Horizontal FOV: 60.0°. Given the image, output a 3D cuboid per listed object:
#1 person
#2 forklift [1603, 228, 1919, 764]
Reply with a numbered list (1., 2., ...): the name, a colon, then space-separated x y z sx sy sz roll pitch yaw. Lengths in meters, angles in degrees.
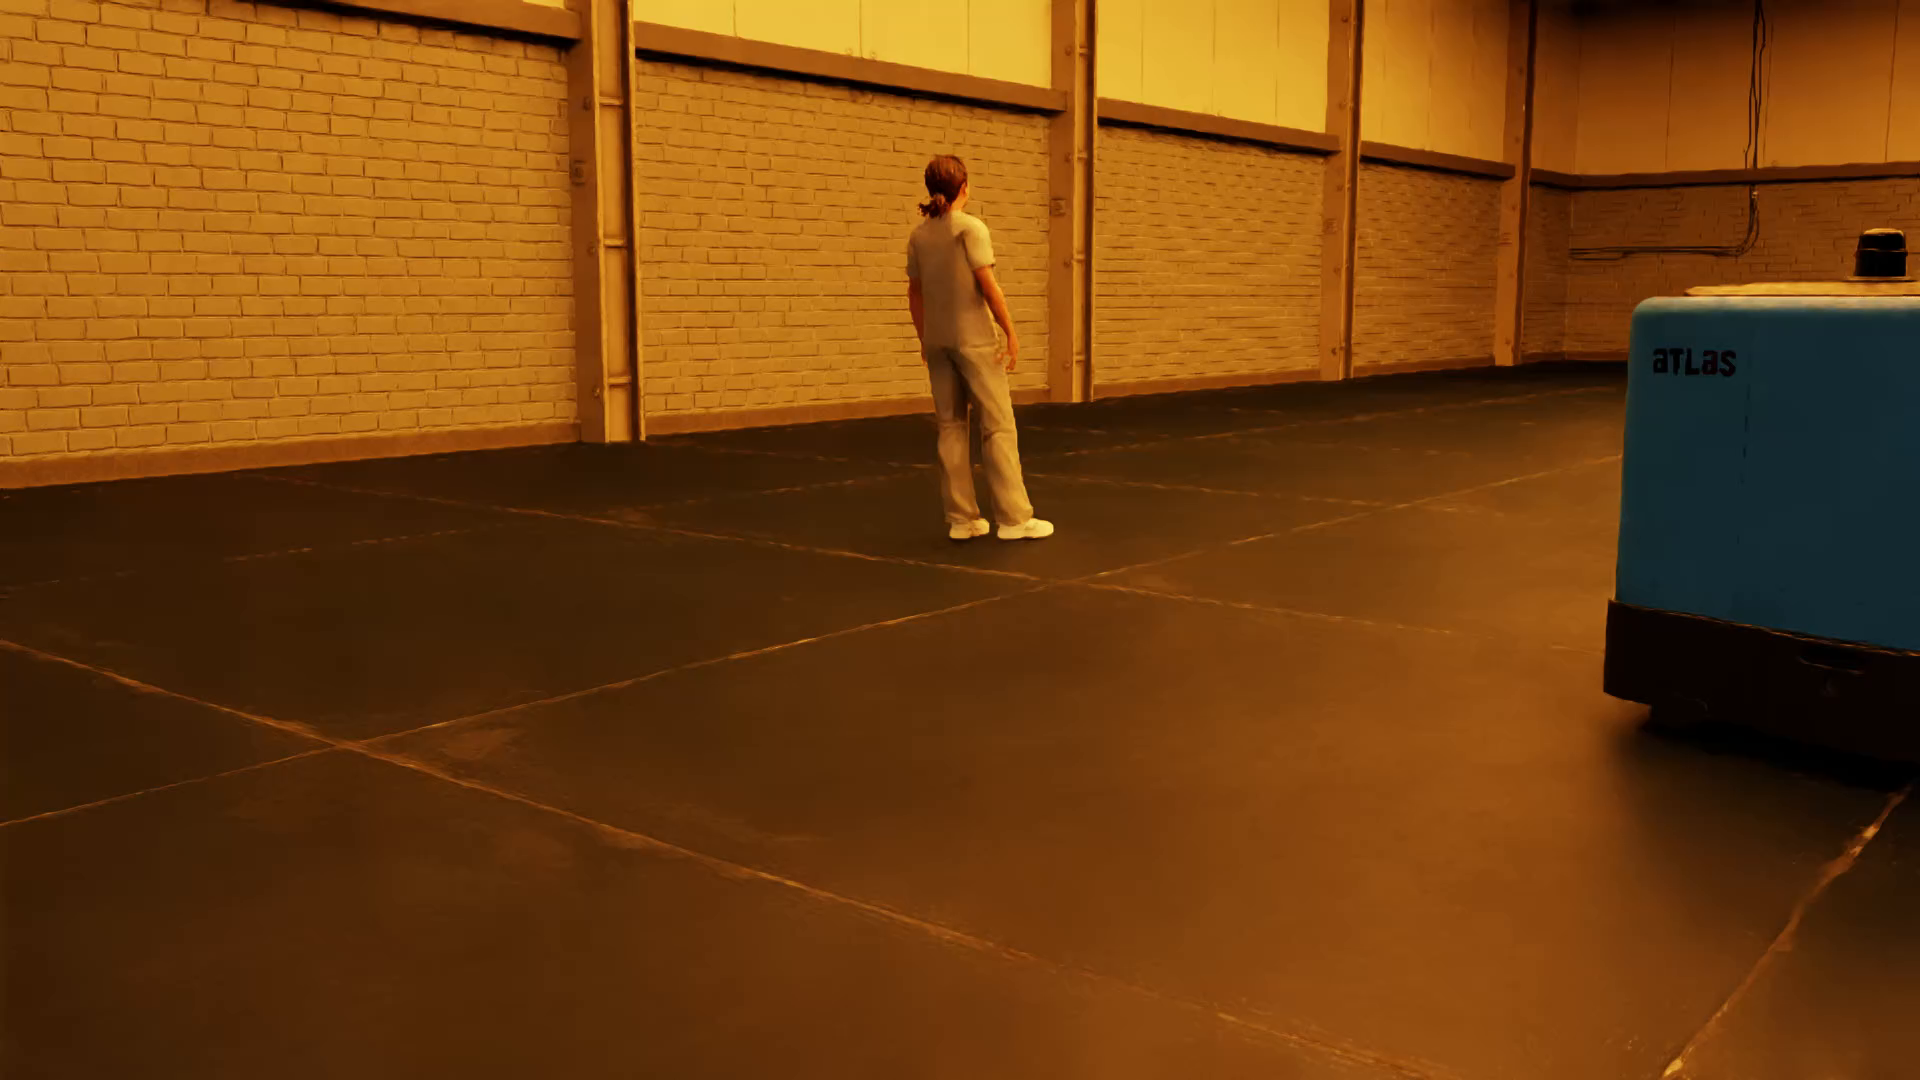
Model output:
1. person: 0.057 -0.837 7.332 0.550 1.663 0.548 7 11 38
2. forklift: 2.912 -0.858 3.143 1.130 2.935 3.031 -6 10 -35
